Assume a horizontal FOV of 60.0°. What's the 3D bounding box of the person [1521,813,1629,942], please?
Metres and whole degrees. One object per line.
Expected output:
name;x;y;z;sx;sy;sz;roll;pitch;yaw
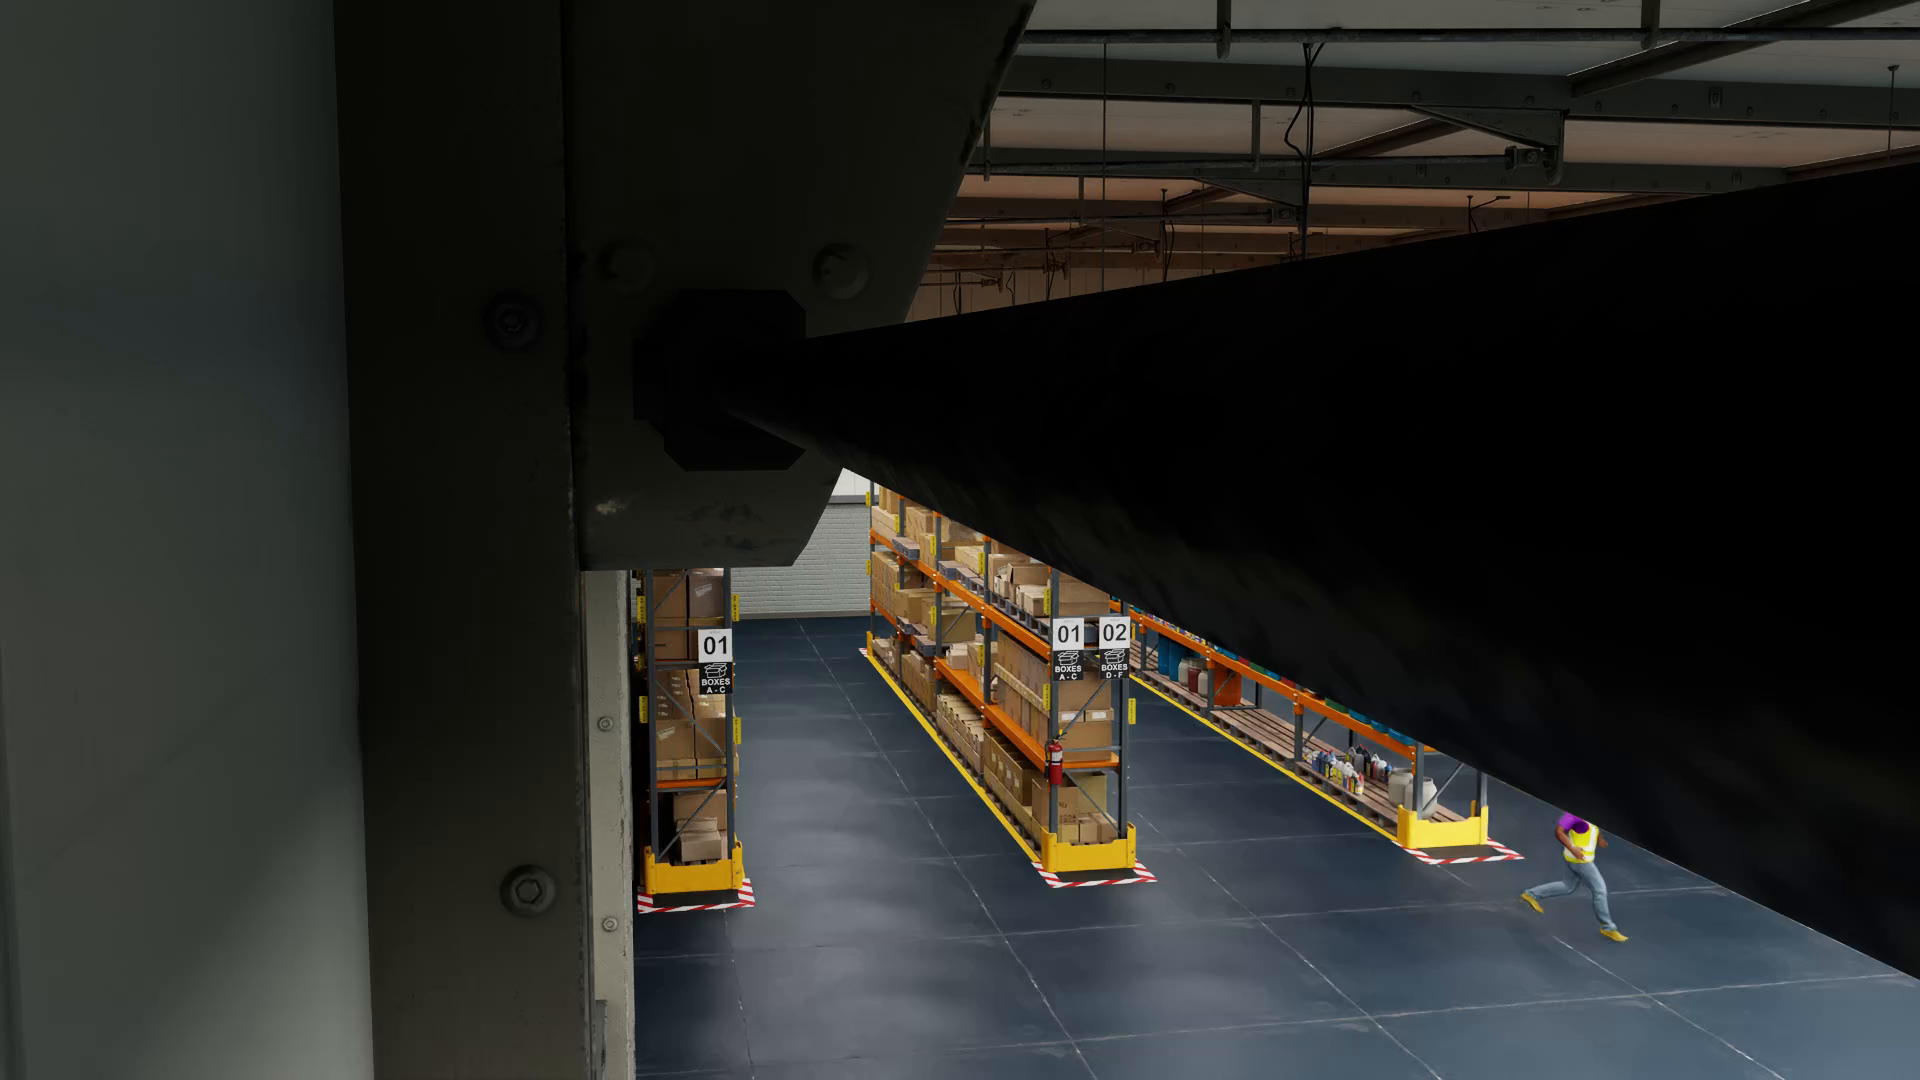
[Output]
person;6.866;3.542;18.510;1.141;1.775;0.666;2;6;16
